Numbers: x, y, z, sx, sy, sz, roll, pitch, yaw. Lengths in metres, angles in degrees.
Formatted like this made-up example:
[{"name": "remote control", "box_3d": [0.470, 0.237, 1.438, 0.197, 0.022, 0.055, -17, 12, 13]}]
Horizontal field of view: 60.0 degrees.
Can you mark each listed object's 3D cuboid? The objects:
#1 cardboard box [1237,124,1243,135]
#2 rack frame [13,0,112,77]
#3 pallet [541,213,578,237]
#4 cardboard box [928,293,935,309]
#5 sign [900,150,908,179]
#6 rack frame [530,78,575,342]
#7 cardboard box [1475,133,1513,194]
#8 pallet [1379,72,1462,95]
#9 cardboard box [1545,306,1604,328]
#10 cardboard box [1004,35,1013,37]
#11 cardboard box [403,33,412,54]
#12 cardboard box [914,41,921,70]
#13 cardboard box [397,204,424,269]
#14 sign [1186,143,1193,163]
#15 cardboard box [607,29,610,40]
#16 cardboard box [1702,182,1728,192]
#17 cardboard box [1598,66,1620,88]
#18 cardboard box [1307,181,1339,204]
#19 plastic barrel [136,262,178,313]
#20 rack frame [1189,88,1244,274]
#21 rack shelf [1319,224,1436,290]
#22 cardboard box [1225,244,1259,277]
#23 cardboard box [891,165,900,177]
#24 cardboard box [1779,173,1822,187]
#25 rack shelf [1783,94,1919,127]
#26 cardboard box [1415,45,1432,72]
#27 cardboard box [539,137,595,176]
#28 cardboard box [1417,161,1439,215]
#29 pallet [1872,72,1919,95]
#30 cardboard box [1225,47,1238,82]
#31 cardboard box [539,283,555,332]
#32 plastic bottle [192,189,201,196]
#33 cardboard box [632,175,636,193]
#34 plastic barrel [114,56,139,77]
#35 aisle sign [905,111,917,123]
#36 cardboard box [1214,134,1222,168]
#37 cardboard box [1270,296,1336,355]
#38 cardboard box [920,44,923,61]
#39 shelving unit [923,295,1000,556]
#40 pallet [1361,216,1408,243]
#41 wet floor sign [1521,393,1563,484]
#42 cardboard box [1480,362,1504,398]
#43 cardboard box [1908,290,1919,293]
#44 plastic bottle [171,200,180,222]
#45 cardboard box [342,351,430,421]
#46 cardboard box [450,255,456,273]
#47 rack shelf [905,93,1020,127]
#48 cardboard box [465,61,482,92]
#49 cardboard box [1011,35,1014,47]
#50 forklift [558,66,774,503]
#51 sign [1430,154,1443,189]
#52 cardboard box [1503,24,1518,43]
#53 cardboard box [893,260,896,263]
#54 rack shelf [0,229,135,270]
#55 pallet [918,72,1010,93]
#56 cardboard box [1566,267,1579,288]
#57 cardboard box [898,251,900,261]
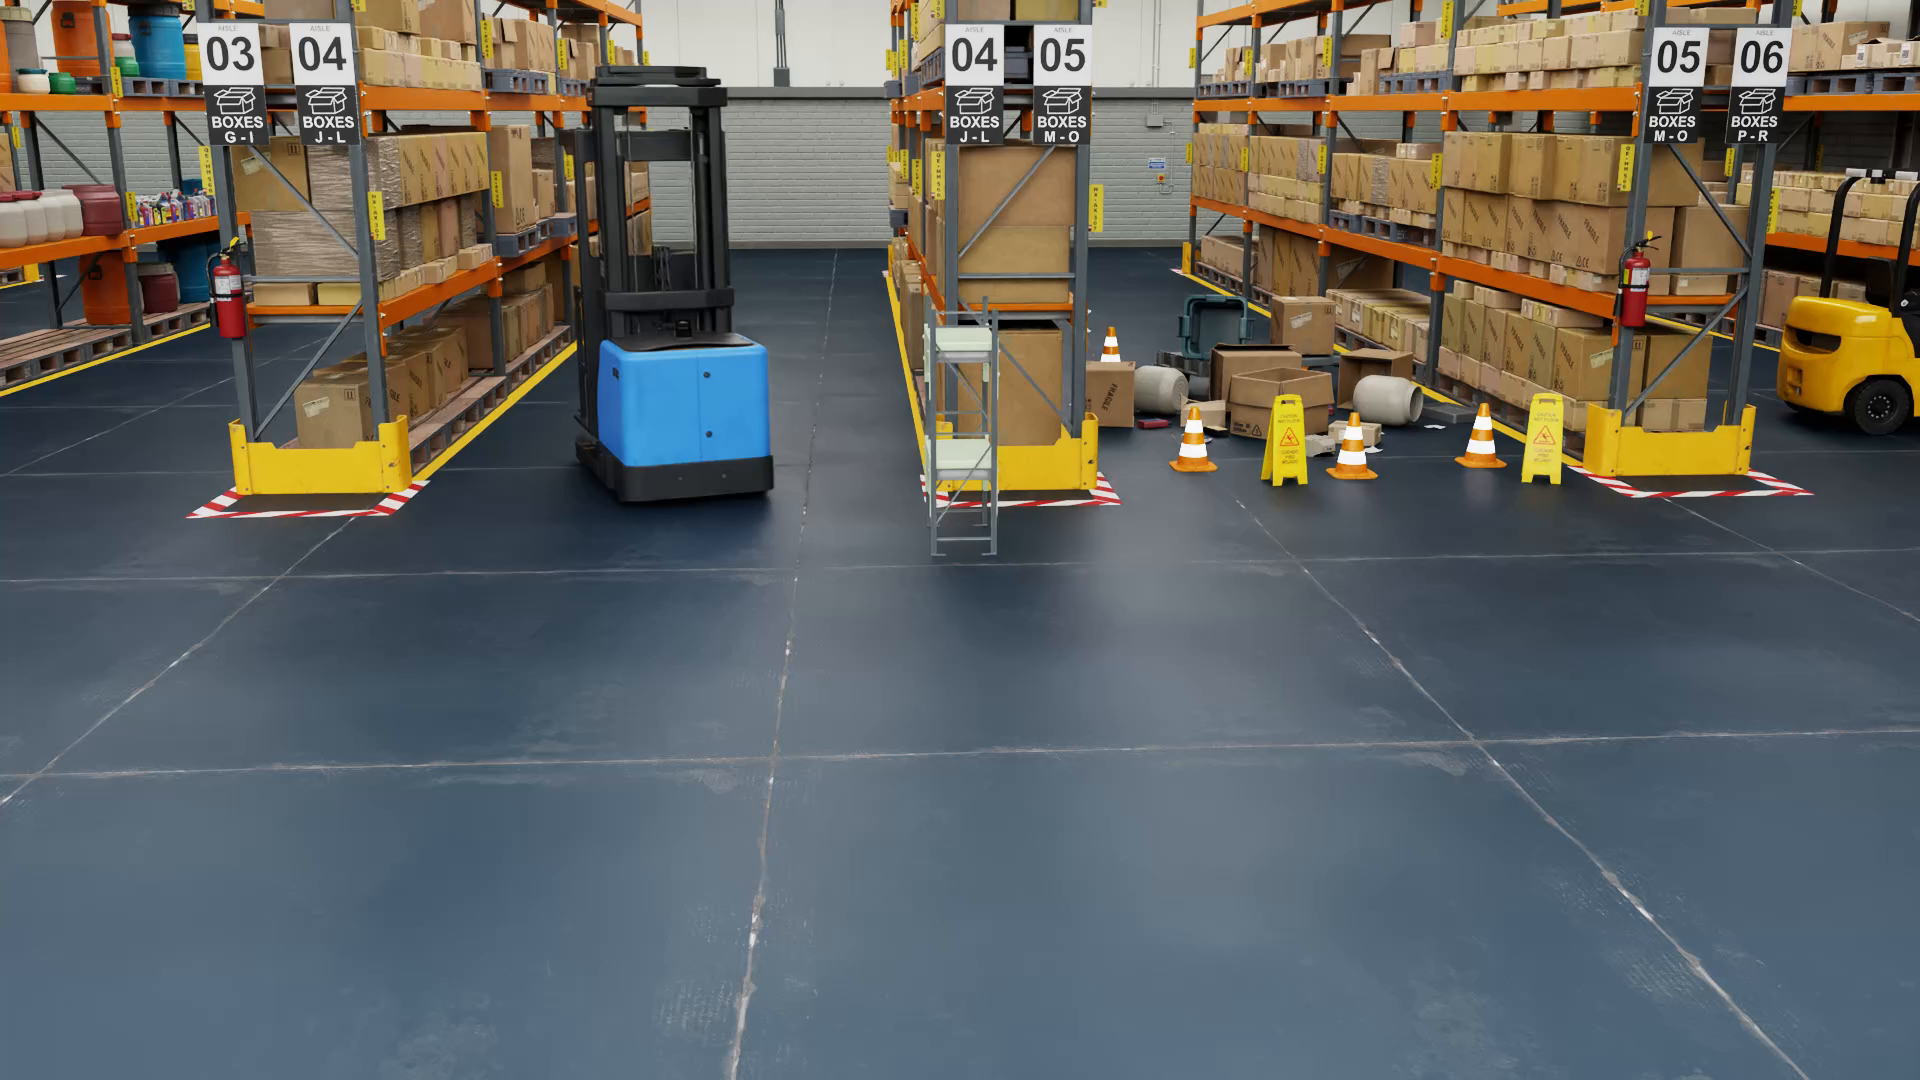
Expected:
[{"name": "cardboard box", "box_3d": [4.302, -6.053, 24.522, 0.380, 0.149, 0.250, -1, 14, -4]}, {"name": "rack frame", "box_3d": [-10.001, -6.623, 18.209, 1.000, 3.000, 0.127, -1, 14, -3]}, {"name": "pallet", "box_3d": [-4.907, -3.526, 18.596, 1.213, 0.211, 1.003, -1, 14, -3]}, {"name": "cardboard box", "box_3d": [0.176, -1.644, 14.317, 0.875, 0.875, 0.875, -1, 14, -3]}, {"name": "sign", "box_3d": [-0.642, -4.358, 19.278, 0.100, 0.325, 0.005, -1, 14, -3]}, {"name": "rack frame", "box_3d": [-5.057, -3.794, 19.254, 1.000, 3.000, 0.127, -1, 14, -3]}, {"name": "cardboard box", "box_3d": [4.906, -3.264, 14.388, 0.700, 0.500, 0.500, -1, 14, -5]}, {"name": "pallet", "box_3d": [5.082, -4.727, 17.237, 1.213, 0.211, 1.003, -1, 14, -3]}, {"name": "cardboard box", "box_3d": [4.930, -1.792, 13.342, 0.380, 0.149, 0.250, 0, 14, -2]}, {"name": "cardboard box", "box_3d": [0.526, -4.133, 13.210, 0.500, 0.250, 0.500, -1, 14, -4]}, {"name": "cardboard box", "box_3d": [-4.395, -3.774, 12.656, 0.380, 0.149, 0.250, -2, 15, -6]}, {"name": "cardboard box", "box_3d": [-0.213, -5.072, 17.333, 0.500, 0.311, 0.500, -1, 14, -4]}, {"name": "cardboard box", "box_3d": [-4.707, -2.382, 12.967, 0.875, 0.500, 0.500, -1, 14, -3]}, {"name": "sign", "box_3d": [3.784, -6.388, 27.436, 0.100, 0.325, 0.005, -1, 14, -3]}, {"name": "cardboard box", "box_3d": [-5.438, -7.398, 24.489, 0.500, 0.250, 0.500, -1, 14, -5]}, {"name": "cardboard box", "box_3d": [9.399, -4.413, 21.117, 0.500, 0.250, 0.500, -2, 15, -6]}, {"name": "cardboard box", "box_3d": [4.980, -3.435, 12.340, 0.380, 0.149, 0.250, -1, 14, -3]}, {"name": "cardboard box", "box_3d": [4.550, -4.233, 20.258, 0.500, 0.250, 0.500, -1, 14, -4]}, {"name": "plastic barrel", "box_3d": [-10.118, -3.156, 20.769, 0.600, 0.588, 0.708, -1, 14, -3]}, {"name": "rack frame", "box_3d": [4.338, -5.937, 27.582, 1.000, 3.000, 0.127, -1, 14, -3]}, {"name": "rack shelf", "box_3d": [4.957, -3.102, 18.005, 1.077, 0.370, 4.000, -1, 14, -3]}, {"name": "cardboard box", "box_3d": [4.598, -4.285, 25.461, 0.875, 0.438, 0.875, -1, 14, -5]}, {"name": "cardboard box", "box_3d": [-0.702, -4.784, 21.567, 0.380, 0.149, 0.250, 0, 14, -1]}, {"name": "cardboard box", "box_3d": [9.601, -4.109, 18.974, 0.380, 0.149, 0.250, -1, 14, -3]}, {"name": "rack shelf", "box_3d": [9.911, -4.632, 17.933, 1.077, 0.370, 4.000, -1, 14, -3]}, {"name": "cardboard box", "box_3d": [4.874, -4.805, 16.620, 0.500, 0.250, 0.500, -1, 14, -3]}, {"name": "cardboard box", "box_3d": [-5.257, -5.165, 22.366, 0.797, 0.503, 0.637, -1, 14, -5]}, {"name": "cardboard box", "box_3d": [4.824, -3.460, 16.313, 0.500, 0.500, 0.500, -1, 14, -4]}, {"name": "pallet", "box_3d": [9.968, -4.609, 16.786, 0.805, 0.209, 1.217, -1, 15, -6]}, {"name": "cardboard box", "box_3d": [4.313, -7.186, 25.173, 0.500, 0.500, 0.500, -1, 14, -2]}, {"name": "cardboard box", "box_3d": [-4.996, -2.631, 18.864, 0.700, 0.500, 0.500, -2, 15, -6]}, {"name": "plastic bottle", "box_3d": [-9.998, -4.417, 21.773, 0.144, 0.351, 0.185, -1, 14, -3]}, {"name": "cardboard box", "box_3d": [-5.159, -5.357, 25.031, 0.500, 0.250, 0.500, -1, 14, -3]}, {"name": "plastic barrel", "box_3d": [-9.837, -5.566, 19.588, 0.294, 0.245, 0.294, 0, 14, 0]}, {"name": "aisle sign", "box_3d": [-0.900, -7.108, 26.916, 0.394, 0.787, 0.004, -1, 14, -3]}, {"name": "cardboard box", "box_3d": [4.194, -5.966, 25.485, 0.500, 0.500, 0.500, -1, 14, -3]}, {"name": "cardboard box", "box_3d": [3.307, -2.074, 16.064, 0.500, 0.500, 0.500, -1, 14, -3]}, {"name": "cardboard box", "box_3d": [-0.152, -4.274, 14.558, 0.380, 0.149, 0.250, -1, 14, -3]}, {"name": "shelving unit", "box_3d": [0.000, -0.725, 10.333, 0.431, 1.500, 0.755, -1, 14, -3]}, {"name": "pallet", "box_3d": [4.997, -3.363, 17.962, 1.003, 0.211, 1.213, -1, 14, -3]}, {"name": "wet floor sign", "box_3d": [4.273, -0.754, 12.162, 0.267, 0.644, 0.232, 4, 15, 16]}, {"name": "cardboard box", "box_3d": [4.928, -1.409, 14.658, 0.500, 0.250, 0.500, -1, 14, -4]}, {"name": "cardboard box", "box_3d": [9.992, -2.213, 17.031, 0.875, 0.625, 0.625, 0, 14, -1]}, {"name": "plastic bottle", "box_3d": [-9.756, -4.085, 20.641, 0.097, 0.271, 0.097, 0, 14, 0]}, {"name": "cardboard box", "box_3d": [-4.675, -1.257, 13.567, 0.500, 0.500, 0.500, 0, 14, 2]}, {"name": "cardboard box", "box_3d": [-4.475, -2.317, 14.018, 0.380, 0.149, 0.250, -1, 14, -3]}, {"name": "rack shelf", "box_3d": [0.023, -4.453, 17.237, 1.077, 0.370, 4.000, -1, 14, -3]}, {"name": "cardboard box", "box_3d": [-4.521, -4.070, 14.608, 0.500, 0.250, 0.500, 0, 14, -1]}, {"name": "cardboard box", "box_3d": [0.599, -3.907, 13.131, 0.380, 0.149, 0.250, -1, 14, -3]}, {"name": "forklift", "box_3d": [-2.324, -1.998, 12.411, 1.130, 2.935, 3.031, -6, 15, -21]}, {"name": "sign", "box_3d": [4.528, -3.504, 15.801, 0.100, 0.325, 0.005, -1, 14, -3]}, {"name": "cardboard box", "box_3d": [4.883, -4.330, 14.219, 0.380, 0.149, 0.250, -1, 14, -5]}, {"name": "cardboard box", "box_3d": [-0.857, -4.332, 26.223, 0.380, 0.149, 0.250, -1, 14, -3]}, {"name": "rack shelf", "box_3d": [-9.877, -2.872, 17.113, 1.077, 0.370, 4.000, -1, 14, -3]}, {"name": "pallet", "box_3d": [0.041, -4.438, 16.121, 0.805, 0.209, 1.217, -1, 15, -6]}, {"name": "cardboard box", "box_3d": [4.972, -2.051, 12.983, 0.380, 0.149, 0.250, -1, 14, -4]}, {"name": "cardboard box", "box_3d": [-0.708, -4.161, 24.362, 0.380, 0.149, 0.250, -1, 14, -4]}]
